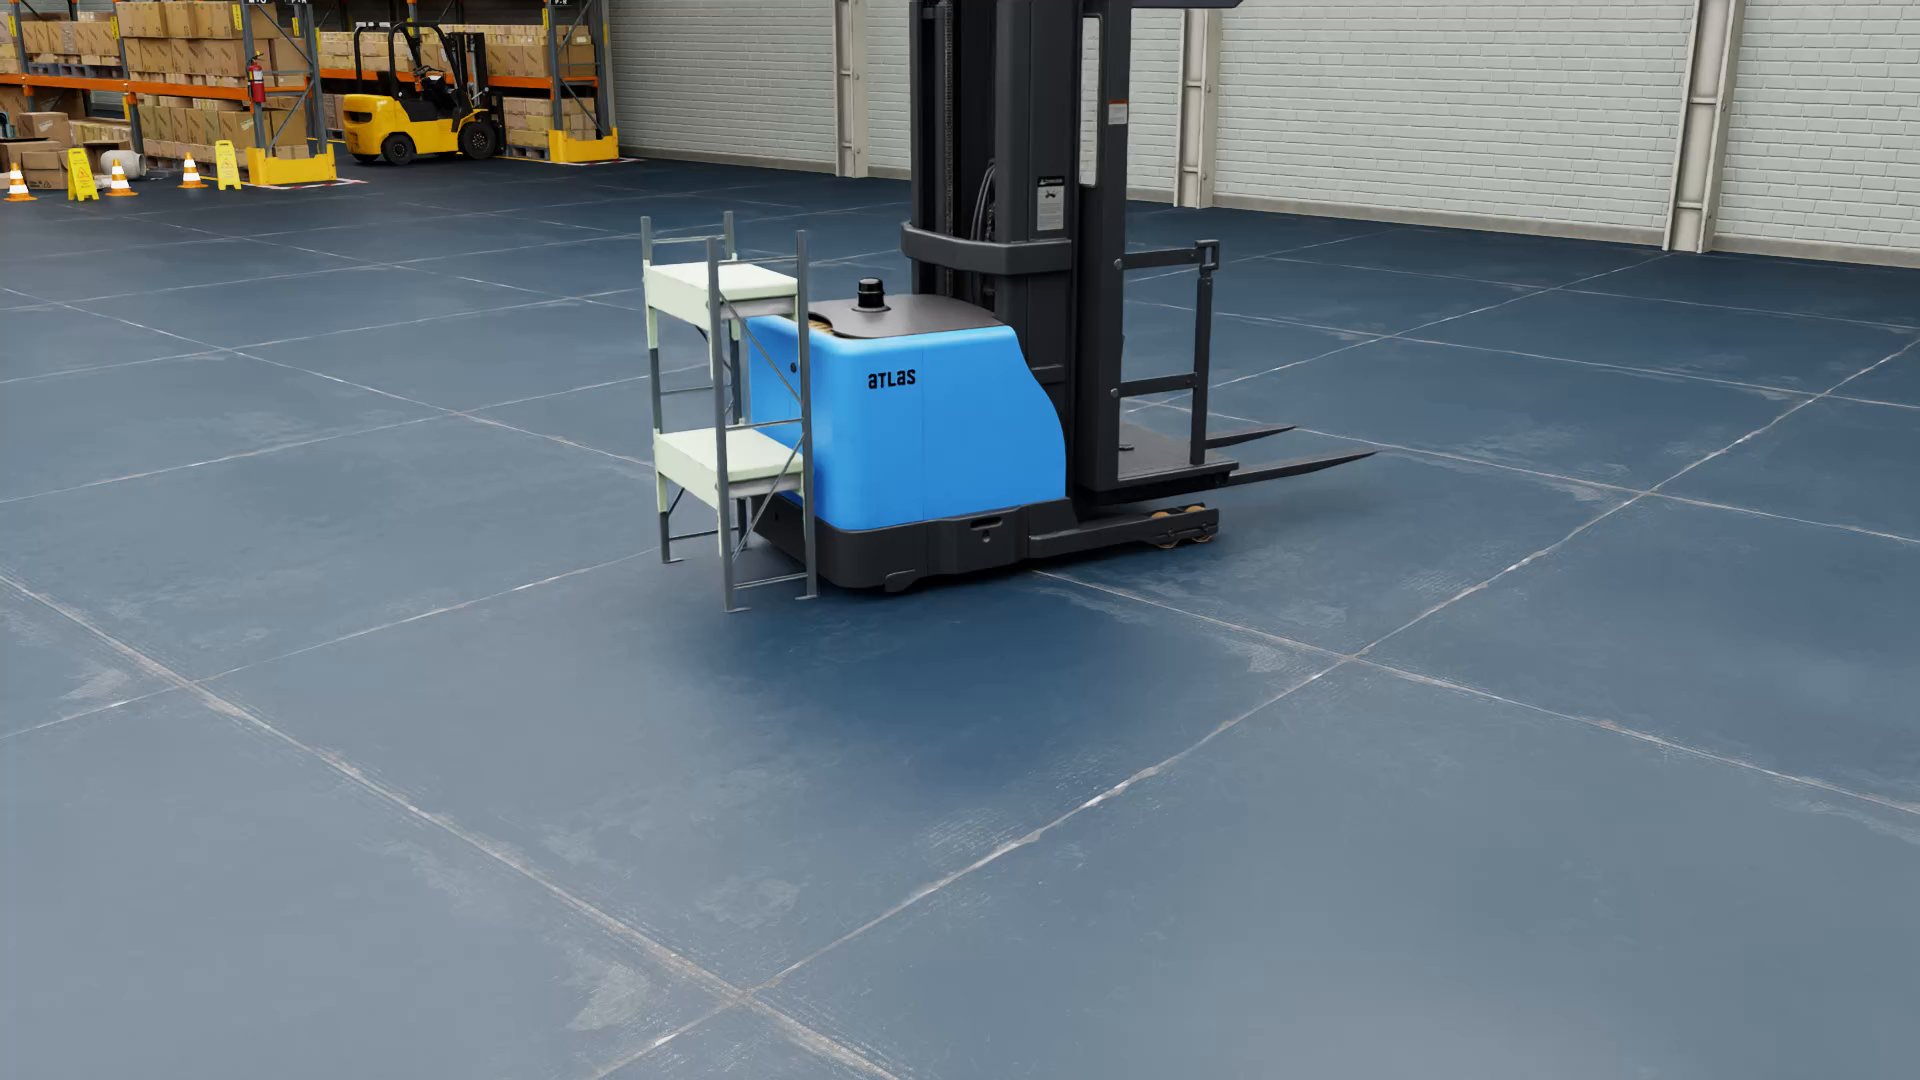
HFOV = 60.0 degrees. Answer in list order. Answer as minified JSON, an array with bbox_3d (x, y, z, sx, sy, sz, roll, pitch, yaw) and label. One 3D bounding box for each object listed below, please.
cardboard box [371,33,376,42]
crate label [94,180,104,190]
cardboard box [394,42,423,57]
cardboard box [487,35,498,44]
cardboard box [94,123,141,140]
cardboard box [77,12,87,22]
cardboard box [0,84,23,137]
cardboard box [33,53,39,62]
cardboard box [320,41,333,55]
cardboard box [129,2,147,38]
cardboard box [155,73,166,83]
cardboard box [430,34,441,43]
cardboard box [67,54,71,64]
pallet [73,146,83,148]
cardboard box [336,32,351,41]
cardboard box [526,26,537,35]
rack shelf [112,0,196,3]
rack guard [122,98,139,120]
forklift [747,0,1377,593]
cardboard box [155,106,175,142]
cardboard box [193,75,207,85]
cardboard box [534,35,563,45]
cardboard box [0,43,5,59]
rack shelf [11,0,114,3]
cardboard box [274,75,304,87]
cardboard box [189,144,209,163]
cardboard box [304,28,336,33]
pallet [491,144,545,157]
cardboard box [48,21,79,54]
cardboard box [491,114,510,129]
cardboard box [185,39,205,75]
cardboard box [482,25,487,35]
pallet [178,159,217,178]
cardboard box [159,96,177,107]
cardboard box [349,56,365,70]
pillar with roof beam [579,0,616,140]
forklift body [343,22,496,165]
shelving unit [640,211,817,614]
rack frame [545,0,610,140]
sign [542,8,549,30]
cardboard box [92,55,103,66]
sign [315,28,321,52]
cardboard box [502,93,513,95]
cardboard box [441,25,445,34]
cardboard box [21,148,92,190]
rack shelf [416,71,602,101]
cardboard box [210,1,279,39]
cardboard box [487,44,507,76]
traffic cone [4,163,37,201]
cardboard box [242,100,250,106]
[{"bbox_3d":[-10.334,-9.026,29.856,0.250,0.149,0.380,14,23,38],"label":"cardboard box"},{"bbox_3d":[-11.729,-4.780,22.447,0.298,0.136,0.250,4,18,11],"label":"crate label"},{"bbox_3d":[-9.676,-8.660,29.362,0.500,0.250,0.500,14,23,38],"label":"cardboard box"},{"bbox_3d":[-7.568,-8.264,27.456,0.250,0.149,0.380,15,23,40],"label":"cardboard box"},{"bbox_3d":[-13.365,-6.525,26.862,0.950,0.372,0.625,-17,24,-42],"label":"cardboard box"},{"bbox_3d":[-13.671,-8.254,26.238,0.250,0.149,0.380,14,22,37],"label":"cardboard box"},{"bbox_3d":[-16.549,-7.657,29.597,0.875,0.875,0.875,15,23,40],"label":"cardboard box"},{"bbox_3d":[-15.303,-8.105,27.912,0.250,0.149,0.380,13,22,36],"label":"cardboard box"},{"bbox_3d":[-11.588,-9.177,30.991,0.500,0.250,0.500,16,24,41],"label":"cardboard box"},{"bbox_3d":[-11.879,-7.750,24.762,0.500,0.500,0.700,15,23,40],"label":"cardboard box"},{"bbox_3d":[-11.804,-6.930,24.905,0.250,0.149,0.380,16,24,41],"label":"cardboard box"},{"bbox_3d":[-8.881,-8.634,28.621,0.250,0.149,0.380,16,23,41],"label":"cardboard box"},{"bbox_3d":[-14.279,-7.837,27.067,0.250,0.149,0.380,16,24,41],"label":"cardboard box"},{"bbox_3d":[-13.931,-6.400,27.430,1.213,0.211,1.003,15,23,39],"label":"pallet"},{"bbox_3d":[-11.267,-9.289,30.686,0.250,0.149,0.380,15,23,40],"label":"cardboard box"},{"bbox_3d":[-6.760,-8.215,26.807,0.250,0.149,0.380,15,23,39],"label":"cardboard box"},{"bbox_3d":[-16.619,-11.547,35.268,4.000,0.370,1.077,15,23,39],"label":"rack shelf"},{"bbox_3d":[-18.058,-9.655,37.208,0.348,0.500,1.175,15,23,39],"label":"rack guard"},{"bbox_3d":[0.594,-1.484,7.444,3.031,2.935,1.130,-10,20,-28],"label":"forklift"},{"bbox_3d":[-11.761,-6.291,25.088,0.500,0.500,0.500,16,24,41],"label":"cardboard box"},{"bbox_3d":[-10.864,-6.673,24.096,0.250,0.149,0.380,15,23,39],"label":"cardboard box"},{"bbox_3d":[-6.593,-8.012,26.662,0.250,0.149,0.380,15,23,40],"label":"cardboard box"},{"bbox_3d":[-16.340,-8.440,28.670,0.500,0.250,0.500,14,23,38],"label":"cardboard box"},{"bbox_3d":[-13.927,-8.817,26.666,4.000,0.370,1.077,15,23,39],"label":"rack shelf"},{"bbox_3d":[-9.556,-6.521,23.615,0.250,0.149,0.380,15,23,39],"label":"cardboard box"},{"bbox_3d":[-11.000,-5.726,24.547,0.500,0.250,0.500,14,22,37],"label":"cardboard box"},{"bbox_3d":[-12.412,-9.642,32.175,0.500,0.500,0.500,16,24,42],"label":"cardboard box"},{"bbox_3d":[-7.656,-6.709,28.403,1.213,0.211,1.003,15,23,39],"label":"pallet"},{"bbox_3d":[-14.444,-8.170,27.047,0.500,0.500,0.500,16,23,40],"label":"cardboard box"},{"bbox_3d":[-7.487,-7.006,27.754,0.500,0.250,0.500,14,23,38],"label":"cardboard box"},{"bbox_3d":[-10.772,-6.964,23.940,0.500,0.500,0.500,15,23,39],"label":"cardboard box"},{"bbox_3d":[-7.706,-8.479,27.640,0.250,0.149,0.380,15,23,40],"label":"cardboard box"},{"bbox_3d":[-10.989,-5.628,24.995,1.213,0.211,1.003,15,23,39],"label":"pallet"},{"bbox_3d":[-11.730,-6.564,24.875,0.250,0.149,0.380,16,24,41],"label":"cardboard box"},{"bbox_3d":[-10.812,-8.731,30.413,0.500,0.250,0.500,16,24,41],"label":"cardboard box"},{"bbox_3d":[-8.928,-9.878,23.862,0.400,9.000,9.100,15,23,39],"label":"pillar with roof beam"},{"bbox_3d":[-8.777,-7.213,26.783,1.214,2.155,2.313,15,23,39],"label":"forklift body"},{"bbox_3d":[-0.952,-0.546,6.849,0.431,1.500,0.755,-10,20,-28],"label":"shelving unit"},{"bbox_3d":[-6.147,-7.649,26.755,0.127,3.000,1.000,15,23,39],"label":"rack frame"},{"bbox_3d":[-6.518,-8.194,26.166,0.005,0.325,0.100,15,23,39],"label":"sign"},{"bbox_3d":[-13.401,-7.550,26.165,0.250,0.149,0.380,15,23,38],"label":"cardboard box"},{"bbox_3d":[-9.079,-7.061,23.470,0.005,0.325,0.100,15,23,39],"label":"sign"},{"bbox_3d":[-7.884,-7.561,28.674,0.500,0.250,0.500,15,23,40],"label":"cardboard box"},{"bbox_3d":[-8.646,-8.739,28.459,0.250,0.149,0.380,14,23,38],"label":"cardboard box"},{"bbox_3d":[-12.434,-5.115,22.899,0.637,0.503,0.797,0,18,2],"label":"cardboard box"},{"bbox_3d":[-7.643,-7.708,28.130,4.000,0.370,1.077,15,23,39],"label":"rack shelf"},{"bbox_3d":[-9.966,-7.245,23.171,0.500,0.500,0.700,14,23,38],"label":"cardboard box"},{"bbox_3d":[-7.455,-7.945,27.523,0.500,0.500,0.500,14,23,38],"label":"cardboard box"},{"bbox_3d":[-12.104,-4.604,21.354,0.334,0.463,0.336,15,23,39],"label":"traffic cone"},{"bbox_3d":[-14.135,-8.713,33.547,0.500,0.500,0.500,14,22,38],"label":"cardboard box"}]
